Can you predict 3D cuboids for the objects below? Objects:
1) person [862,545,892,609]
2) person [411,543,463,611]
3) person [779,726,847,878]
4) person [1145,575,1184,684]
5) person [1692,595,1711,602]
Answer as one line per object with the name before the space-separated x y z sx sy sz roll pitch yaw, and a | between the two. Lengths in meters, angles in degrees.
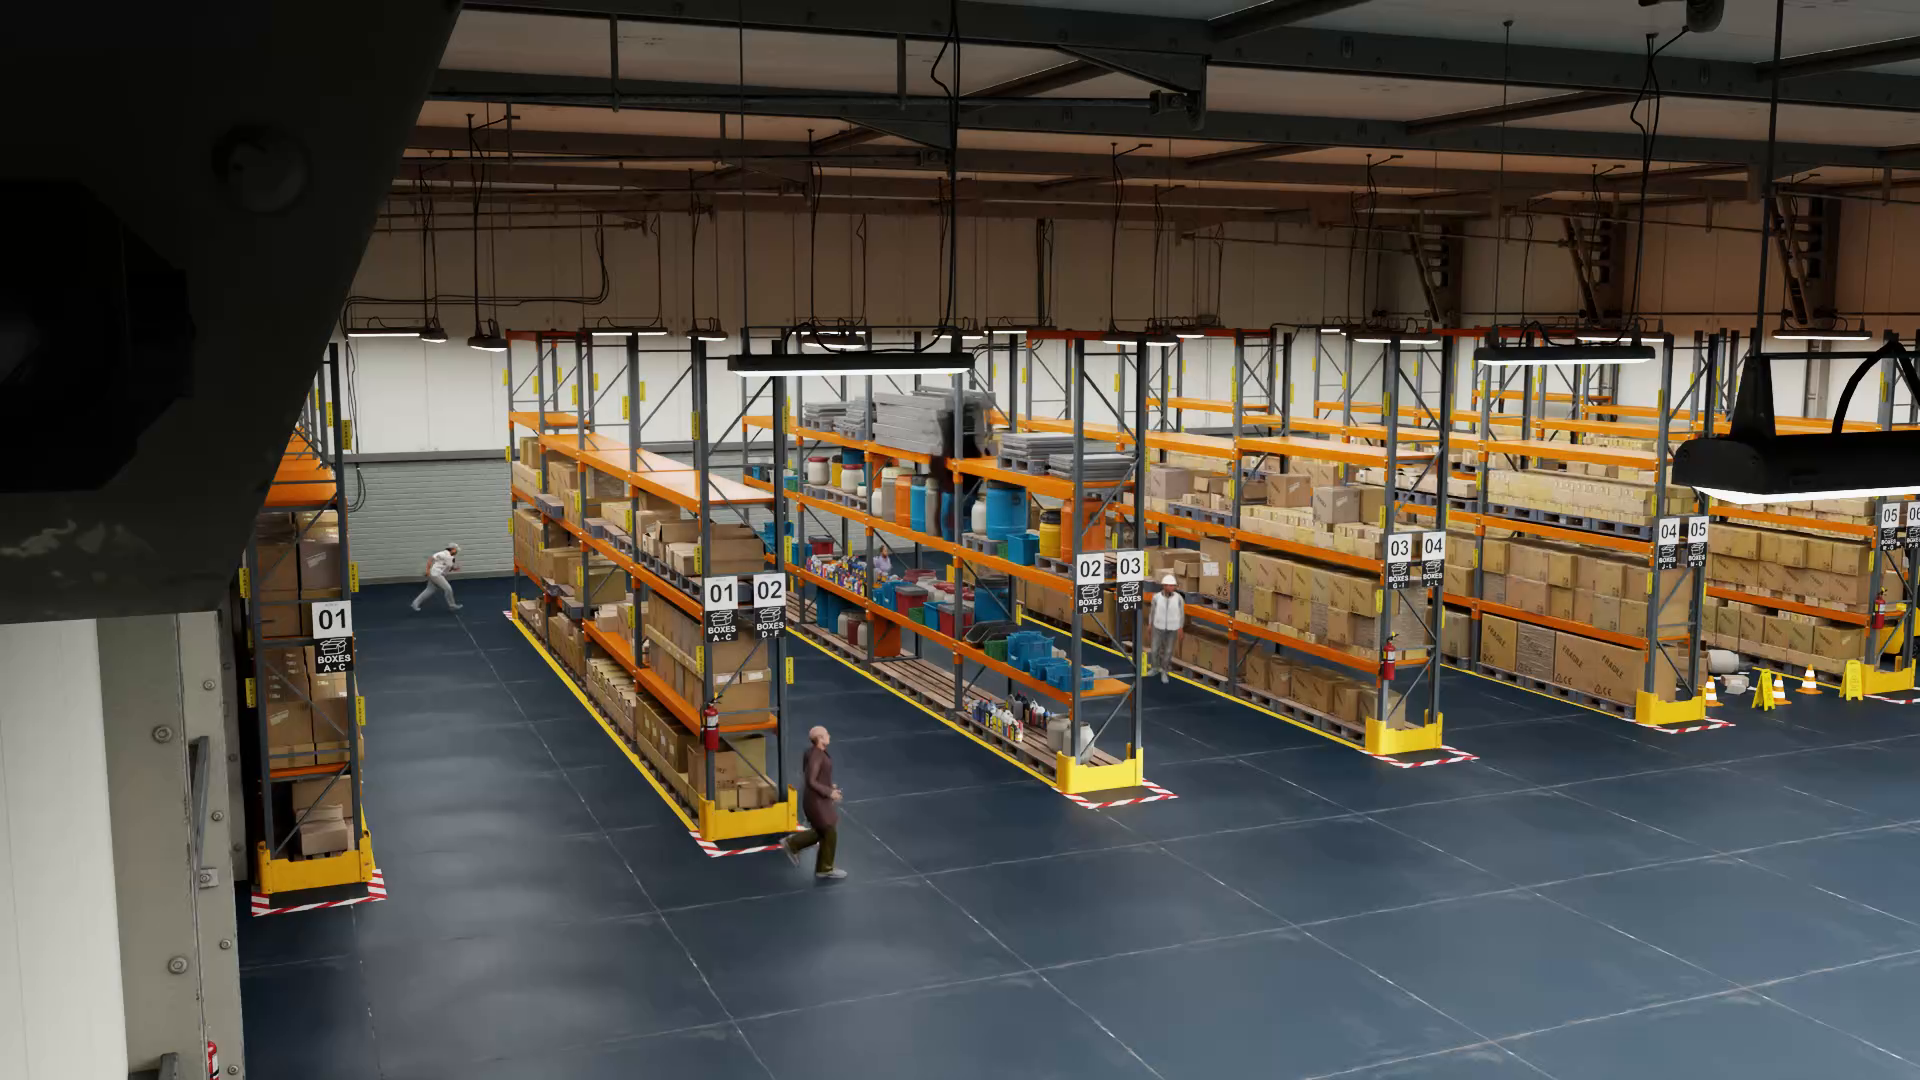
person | -1.699 0.888 34.337 0.713 1.602 0.612 7 10 42
person | -11.131 0.773 35.337 1.115 1.438 0.603 0 8 1
person | -1.653 2.953 18.636 0.761 1.759 0.718 -1 8 -6
person | 3.374 1.456 27.404 0.635 1.806 0.456 1 8 8
person | 15.169 0.907 33.621 0.660 1.738 0.822 -5 9 -31
